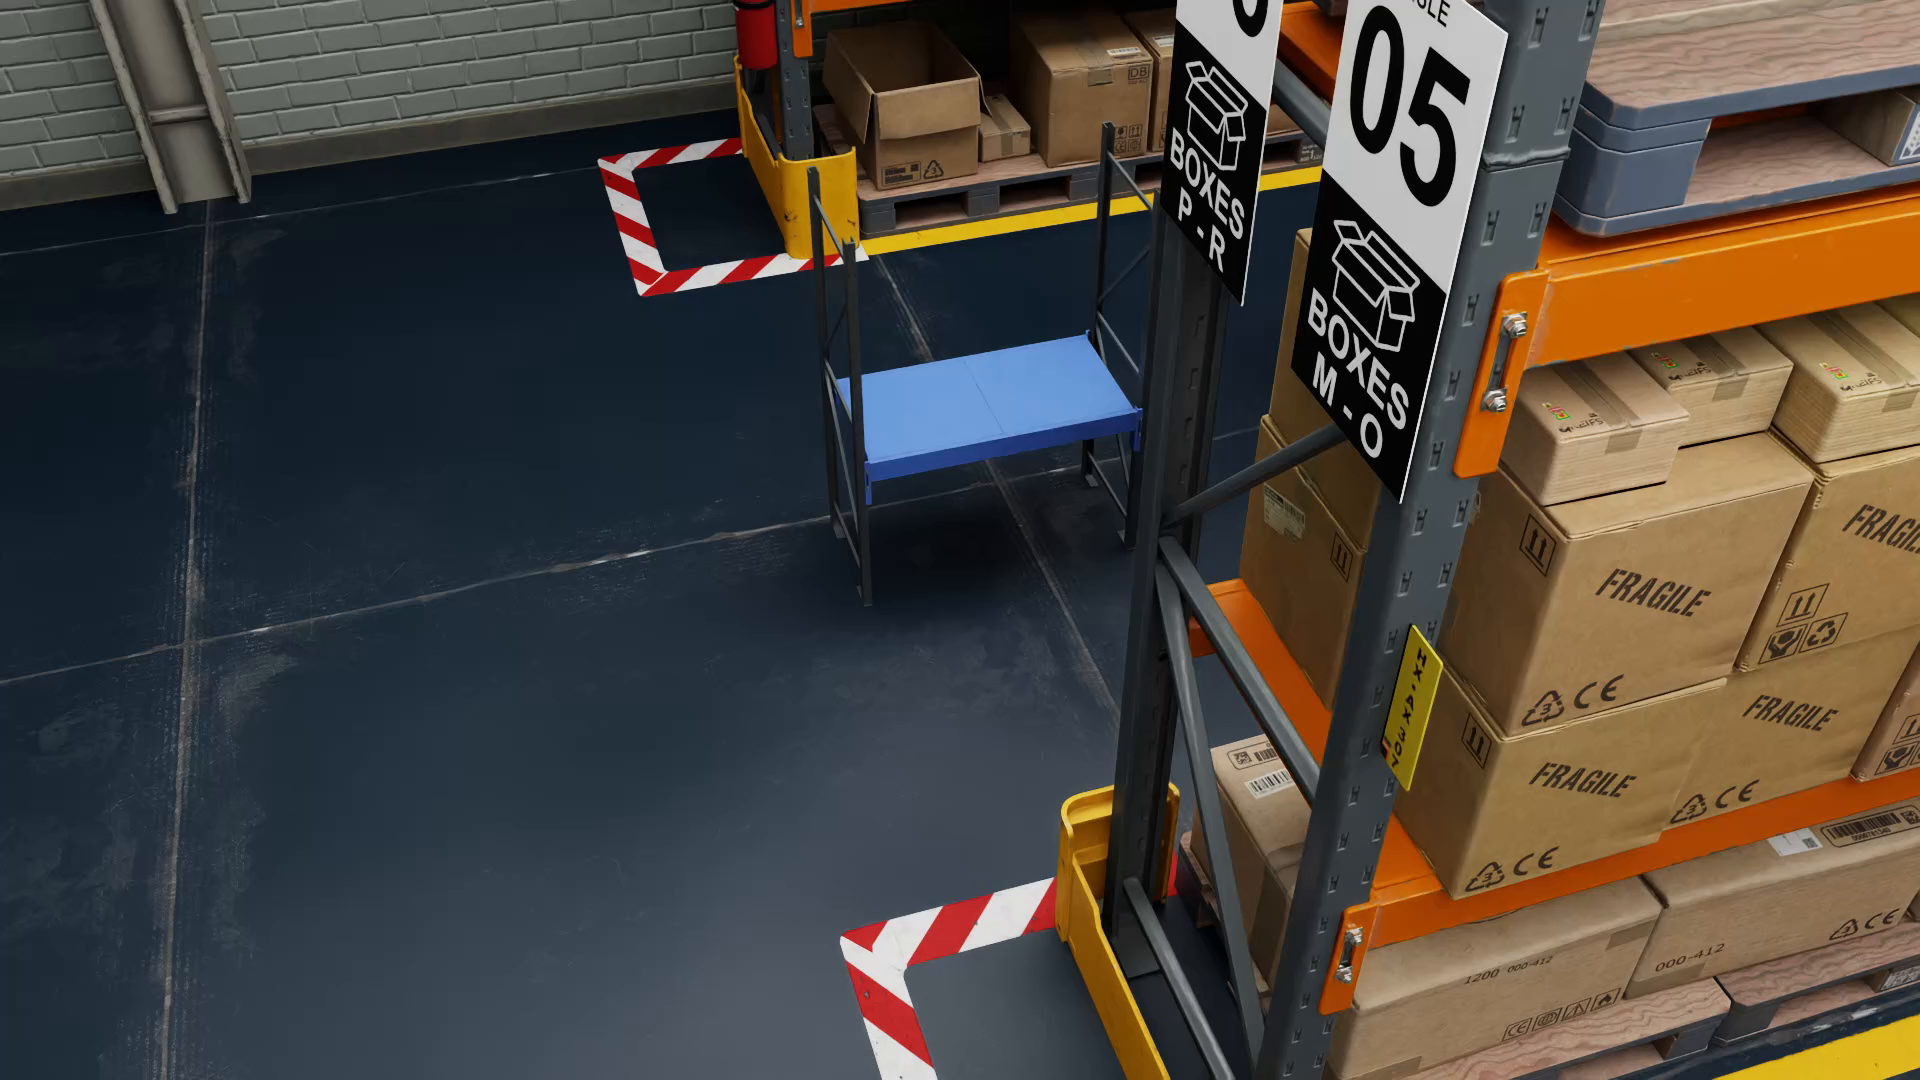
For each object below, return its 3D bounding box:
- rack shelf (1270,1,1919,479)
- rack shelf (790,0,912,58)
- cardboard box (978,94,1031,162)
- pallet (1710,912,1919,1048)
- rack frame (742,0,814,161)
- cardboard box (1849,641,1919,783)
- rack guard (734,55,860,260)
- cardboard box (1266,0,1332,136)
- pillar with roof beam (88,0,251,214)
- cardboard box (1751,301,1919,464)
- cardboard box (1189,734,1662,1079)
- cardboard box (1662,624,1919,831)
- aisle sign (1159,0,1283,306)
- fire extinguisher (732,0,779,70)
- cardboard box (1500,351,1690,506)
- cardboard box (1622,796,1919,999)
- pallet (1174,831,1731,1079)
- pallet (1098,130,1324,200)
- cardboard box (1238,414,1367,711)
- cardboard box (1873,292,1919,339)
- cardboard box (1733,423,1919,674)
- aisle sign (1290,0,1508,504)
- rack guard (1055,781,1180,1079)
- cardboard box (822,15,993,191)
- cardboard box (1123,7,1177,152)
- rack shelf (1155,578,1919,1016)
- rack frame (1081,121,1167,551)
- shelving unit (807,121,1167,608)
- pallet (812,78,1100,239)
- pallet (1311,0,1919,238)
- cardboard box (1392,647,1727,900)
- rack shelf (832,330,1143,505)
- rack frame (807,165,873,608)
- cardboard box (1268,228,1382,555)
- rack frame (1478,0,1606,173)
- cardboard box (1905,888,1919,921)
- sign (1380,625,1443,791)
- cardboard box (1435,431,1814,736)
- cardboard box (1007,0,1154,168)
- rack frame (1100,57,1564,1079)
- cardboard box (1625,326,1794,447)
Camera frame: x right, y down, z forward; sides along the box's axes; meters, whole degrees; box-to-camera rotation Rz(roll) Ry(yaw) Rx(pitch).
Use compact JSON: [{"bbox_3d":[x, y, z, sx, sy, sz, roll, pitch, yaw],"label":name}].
[{"bbox_3d":[2.535,-0.950,3.324,4.000,0.370,1.077,-12,42,-13],"label":"rack shelf"},{"bbox_3d":[1.040,-2.934,7.876,4.000,0.370,1.077,-12,42,-13],"label":"rack shelf"},{"bbox_3d":[0.161,-2.015,8.125,0.250,0.149,0.380,-13,43,-15],"label":"cardboard box"},{"bbox_3d":[2.528,0.909,5.050,1.213,0.211,1.003,-12,42,-13],"label":"pallet"},{"bbox_3d":[-0.868,-2.810,7.186,0.127,3.000,1.000,-12,42,-13],"label":"rack frame"},{"bbox_3d":[2.136,0.145,3.728,0.500,0.500,0.500,-12,43,-13],"label":"cardboard box"},{"bbox_3d":[-0.795,-1.884,8.026,0.348,0.500,1.175,-12,42,-13],"label":"rack guard"},{"bbox_3d":[1.561,-2.438,8.341,0.500,0.500,0.700,-13,43,-15],"label":"cardboard box"},{"bbox_3d":[-2.417,-2.400,2.158,0.400,9.000,9.100,-12,42,-13],"label":"pillar with roof beam"},{"bbox_3d":[1.560,-0.327,3.015,0.250,0.149,0.380,-10,42,-12],"label":"cardboard box"},{"bbox_3d":[1.226,0.918,4.548,0.875,0.438,0.875,-13,43,-15],"label":"cardboard box"},{"bbox_3d":[1.645,0.234,3.626,0.500,0.500,0.500,-12,43,-14],"label":"cardboard box"},{"bbox_3d":[0.465,-0.855,2.973,0.004,0.787,0.394,-12,42,-13],"label":"aisle sign"},{"bbox_3d":[-0.869,-2.321,6.969,0.183,0.674,0.296,-12,42,-13],"label":"fire extinguisher"},{"bbox_3d":[1.049,-0.251,2.928,0.250,0.149,0.380,-11,42,-12],"label":"cardboard box"},{"bbox_3d":[2.097,0.732,4.761,0.875,0.438,0.875,-11,42,-12],"label":"cardboard box"},{"bbox_3d":[1.366,1.147,4.776,1.213,0.211,1.003,-12,42,-13],"label":"pallet"},{"bbox_3d":[1.127,-2.172,8.575,1.213,0.211,1.003,-12,42,-13],"label":"pallet"},{"bbox_3d":[1.008,0.005,3.888,0.500,0.500,0.500,-11,42,-13],"label":"cardboard box"},{"bbox_3d":[1.805,-0.390,3.087,0.250,0.149,0.380,-13,43,-14],"label":"cardboard box"},{"bbox_3d":[1.661,-0.133,3.286,0.500,0.500,0.500,-13,43,-14],"label":"cardboard box"},{"bbox_3d":[0.645,-0.479,2.542,0.004,0.787,0.394,-12,42,-13],"label":"aisle sign"},{"bbox_3d":[0.604,1.250,4.439,0.348,0.500,1.175,-12,42,-13],"label":"rack guard"},{"bbox_3d":[-0.256,-2.089,7.940,0.637,0.503,0.797,-13,43,-15],"label":"cardboard box"},{"bbox_3d":[1.106,-2.274,8.154,0.500,0.500,0.500,-11,42,-12],"label":"cardboard box"},{"bbox_3d":[2.535,0.180,4.311,4.000,0.370,1.077,-12,42,-13],"label":"rack shelf"},{"bbox_3d":[0.566,-0.682,5.891,0.032,1.500,0.500,-12,42,-13],"label":"rack frame"},{"bbox_3d":[0.081,-0.582,5.776,1.048,1.500,0.538,-12,42,-13],"label":"shelving unit"},{"bbox_3d":[-0.035,-1.933,8.302,1.213,0.211,1.003,-12,42,-13],"label":"pallet"},{"bbox_3d":[1.331,-0.945,2.839,1.213,0.211,1.003,-12,42,-13],"label":"pallet"},{"bbox_3d":[1.171,0.352,3.491,0.500,0.500,0.500,-12,43,-13],"label":"cardboard box"},{"bbox_3d":[0.081,-0.446,5.894,1.000,0.185,0.538,-12,42,-13],"label":"rack shelf"},{"bbox_3d":[-0.403,-0.481,5.661,0.032,1.500,0.500,-12,42,-13],"label":"rack frame"},{"bbox_3d":[1.015,-0.355,3.540,0.500,0.500,0.500,-10,42,-12],"label":"cardboard box"},{"bbox_3d":[0.627,-1.955,1.648,0.127,3.000,1.000,-12,42,-13],"label":"rack frame"},{"bbox_3d":[2.957,0.554,4.964,0.875,0.438,0.875,-13,43,-14],"label":"cardboard box"},{"bbox_3d":[0.788,0.298,2.911,0.005,0.325,0.100,-12,42,-13],"label":"sign"},{"bbox_3d":[1.170,-0.026,3.164,0.500,0.500,0.500,-13,43,-14],"label":"cardboard box"},{"bbox_3d":[0.571,-2.233,8.106,0.500,0.500,0.700,-10,42,-11],"label":"cardboard box"},{"bbox_3d":[0.627,0.304,3.622,0.127,3.000,1.000,-12,42,-13],"label":"rack frame"},{"bbox_3d":[1.277,-0.347,3.038,0.250,0.149,0.380,-11,42,-12],"label":"cardboard box"}]
